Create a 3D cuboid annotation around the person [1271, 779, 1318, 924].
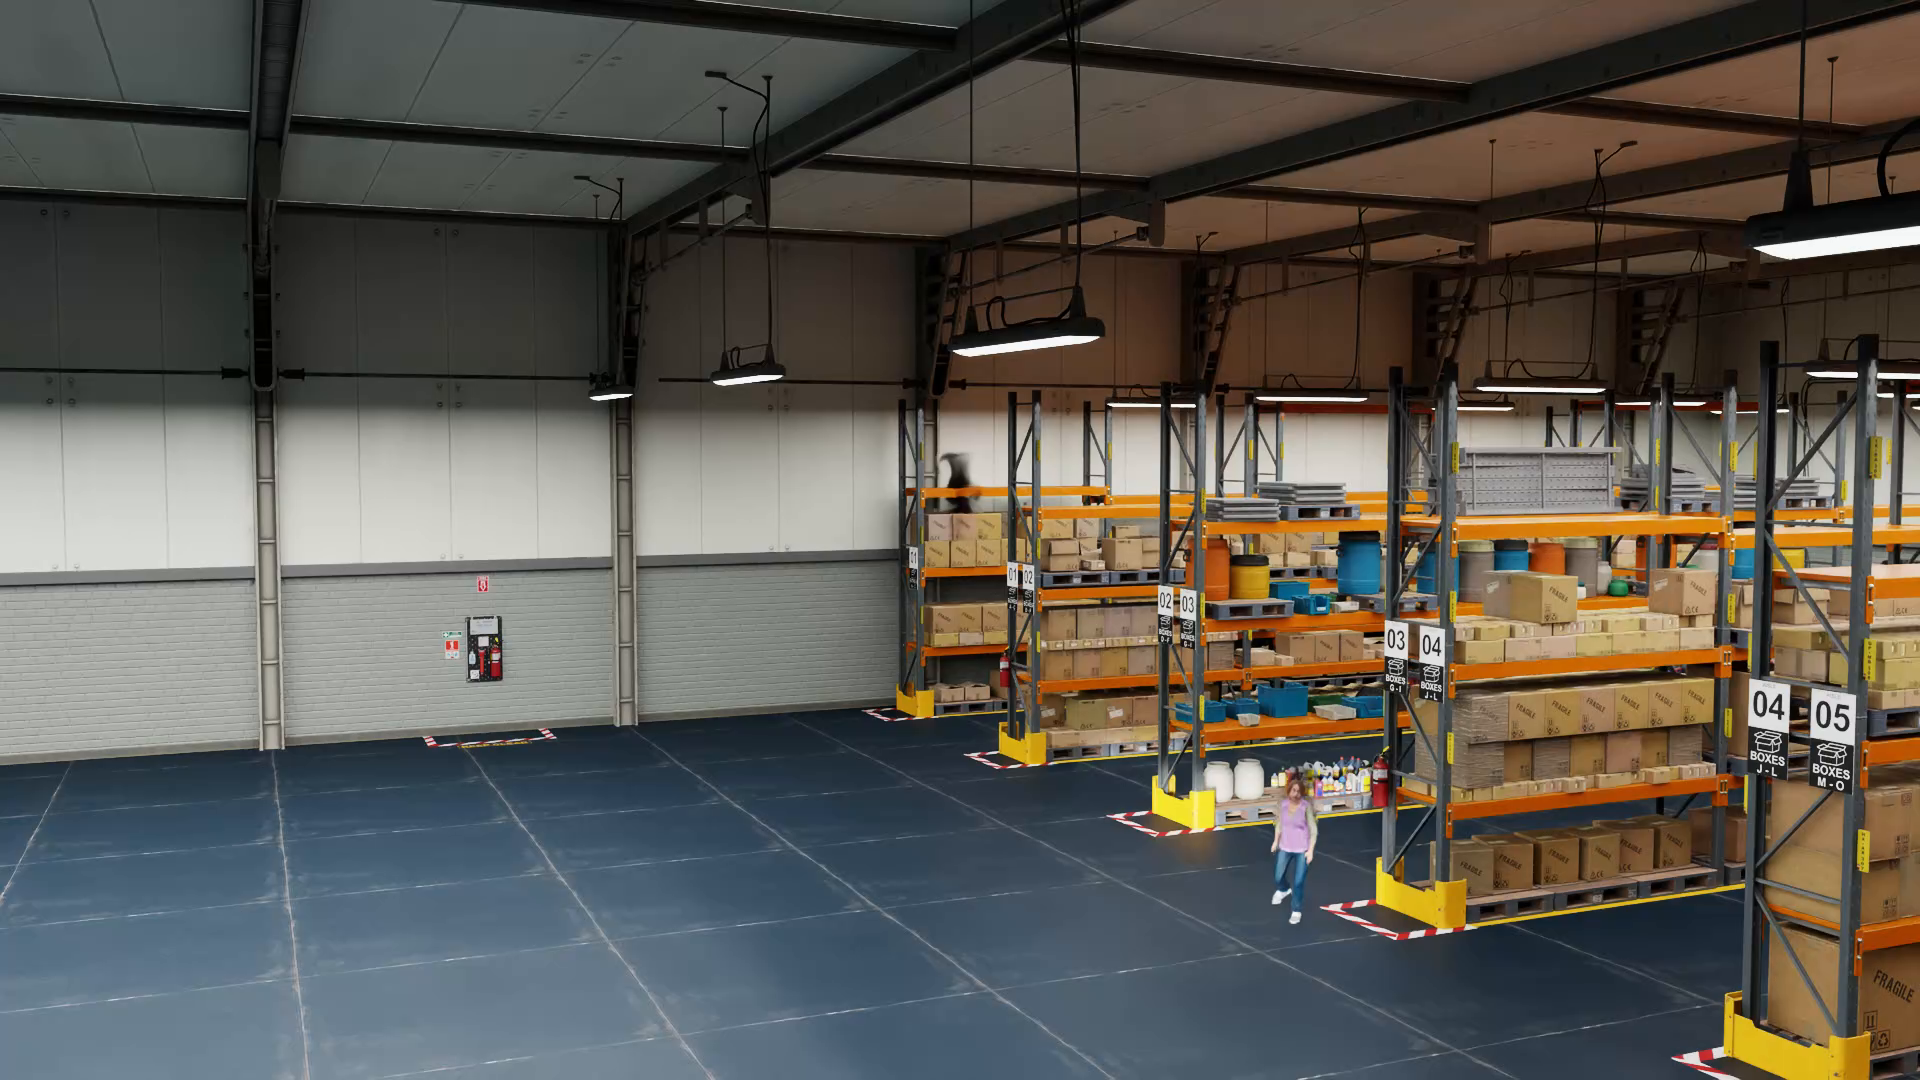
[{"bbox_3d":[3.599,3.339,17.924,0.580,1.575,0.637,2,4,27],"label":"person"}]
